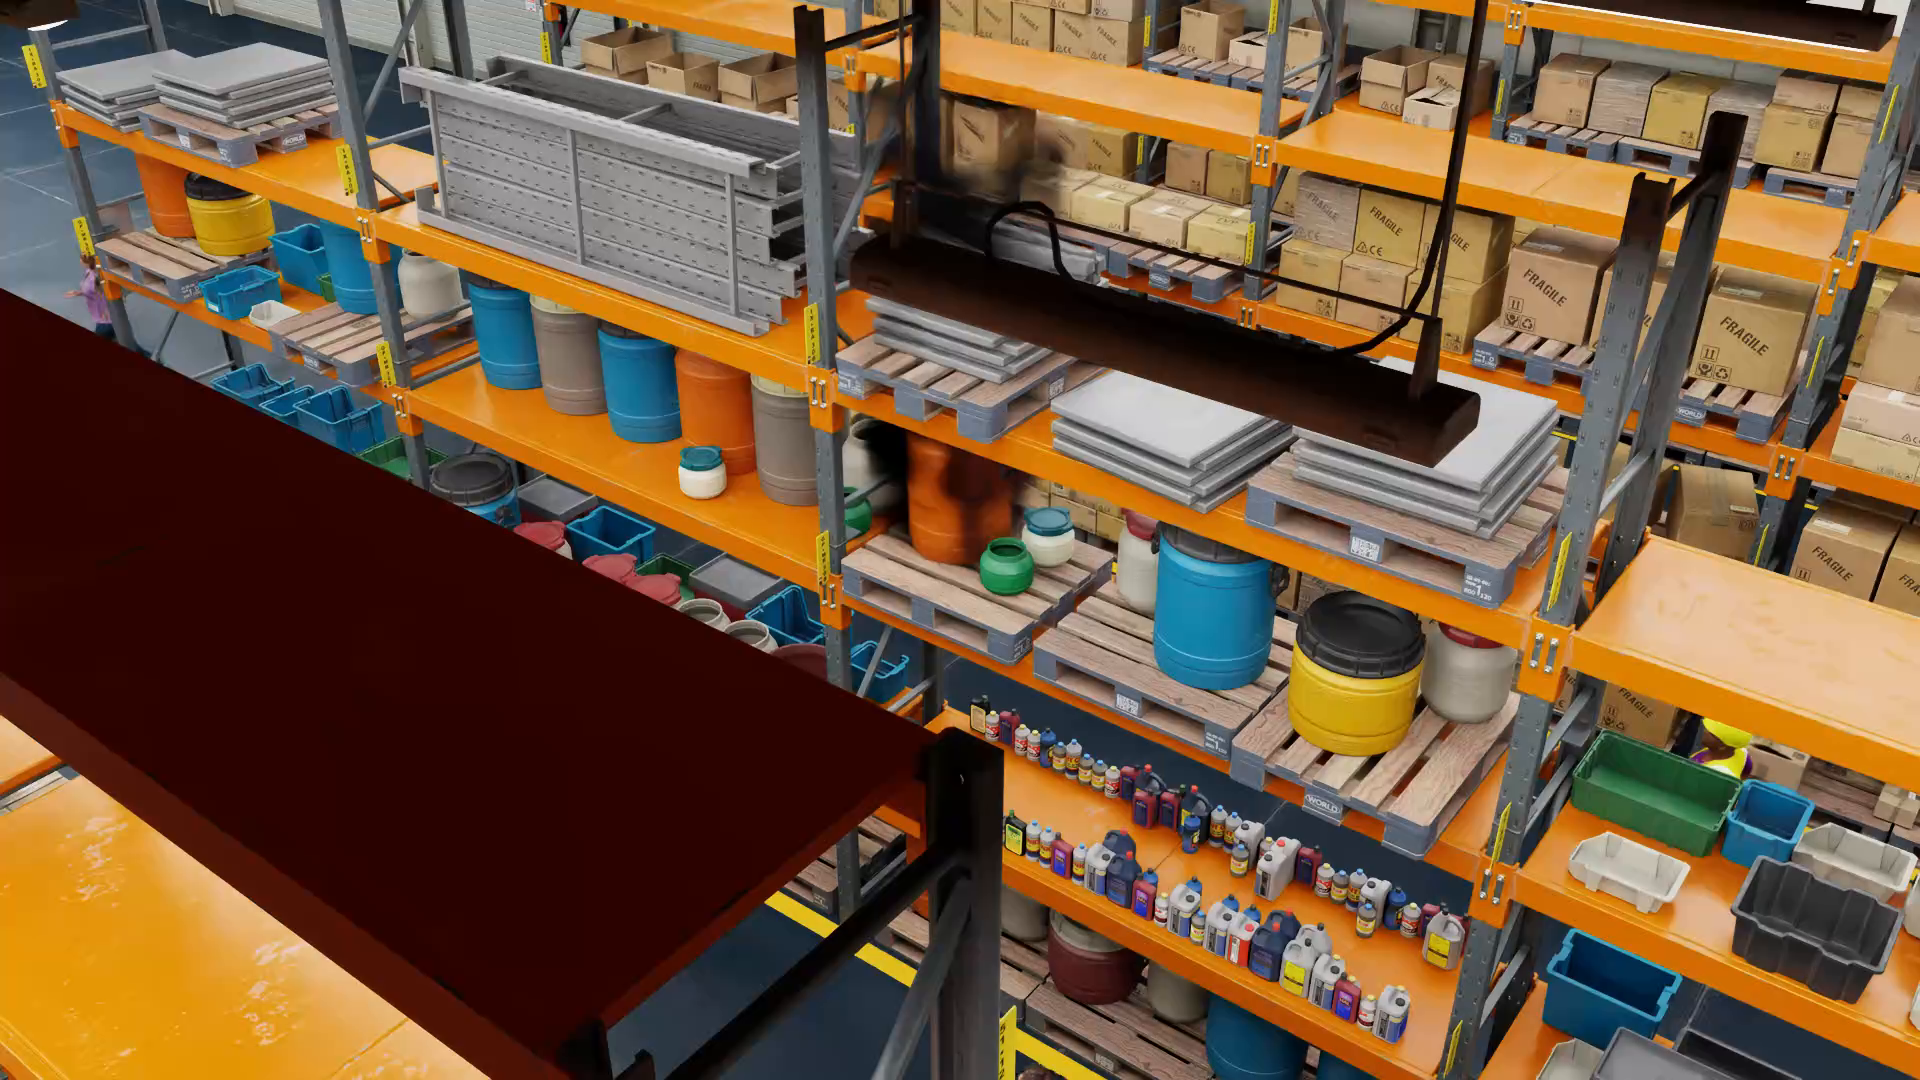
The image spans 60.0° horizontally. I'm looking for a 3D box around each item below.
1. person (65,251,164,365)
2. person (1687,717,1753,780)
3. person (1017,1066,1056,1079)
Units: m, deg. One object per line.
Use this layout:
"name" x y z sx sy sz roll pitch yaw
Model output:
"person" -8.955 -2.316 17.491 0.798 1.612 0.532 -15 35 -23
"person" 4.723 1.818 10.638 0.862 1.741 0.714 17 35 25
"person" 0.319 3.121 8.067 0.576 1.662 0.538 15 34 23
